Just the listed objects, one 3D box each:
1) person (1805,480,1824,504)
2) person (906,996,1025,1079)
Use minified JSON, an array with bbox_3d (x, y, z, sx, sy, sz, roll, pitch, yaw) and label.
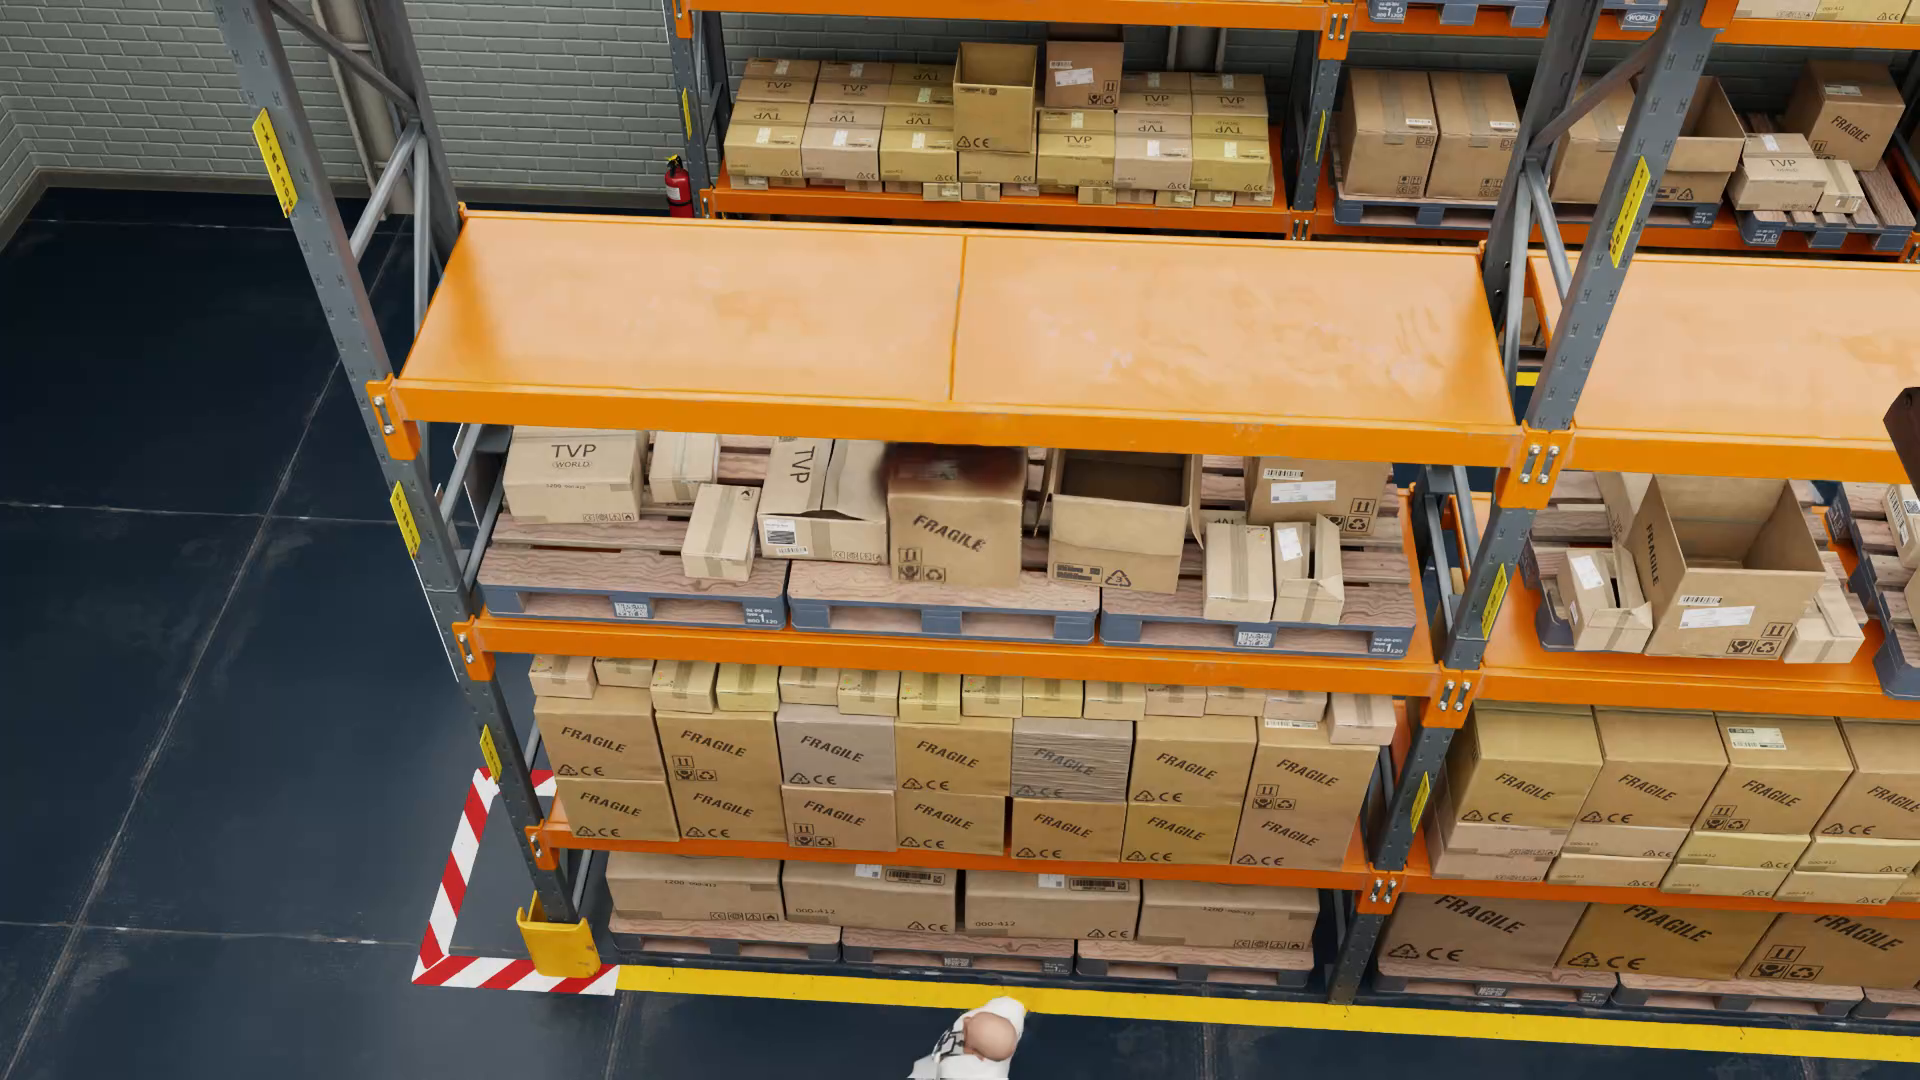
[{"bbox_3d":[4.381,0.261,9.356,0.694,1.792,0.640,6,48,5],"label":"person"},{"bbox_3d":[0.014,2.426,7.153,0.672,1.807,0.578,-3,48,-3],"label":"person"}]
